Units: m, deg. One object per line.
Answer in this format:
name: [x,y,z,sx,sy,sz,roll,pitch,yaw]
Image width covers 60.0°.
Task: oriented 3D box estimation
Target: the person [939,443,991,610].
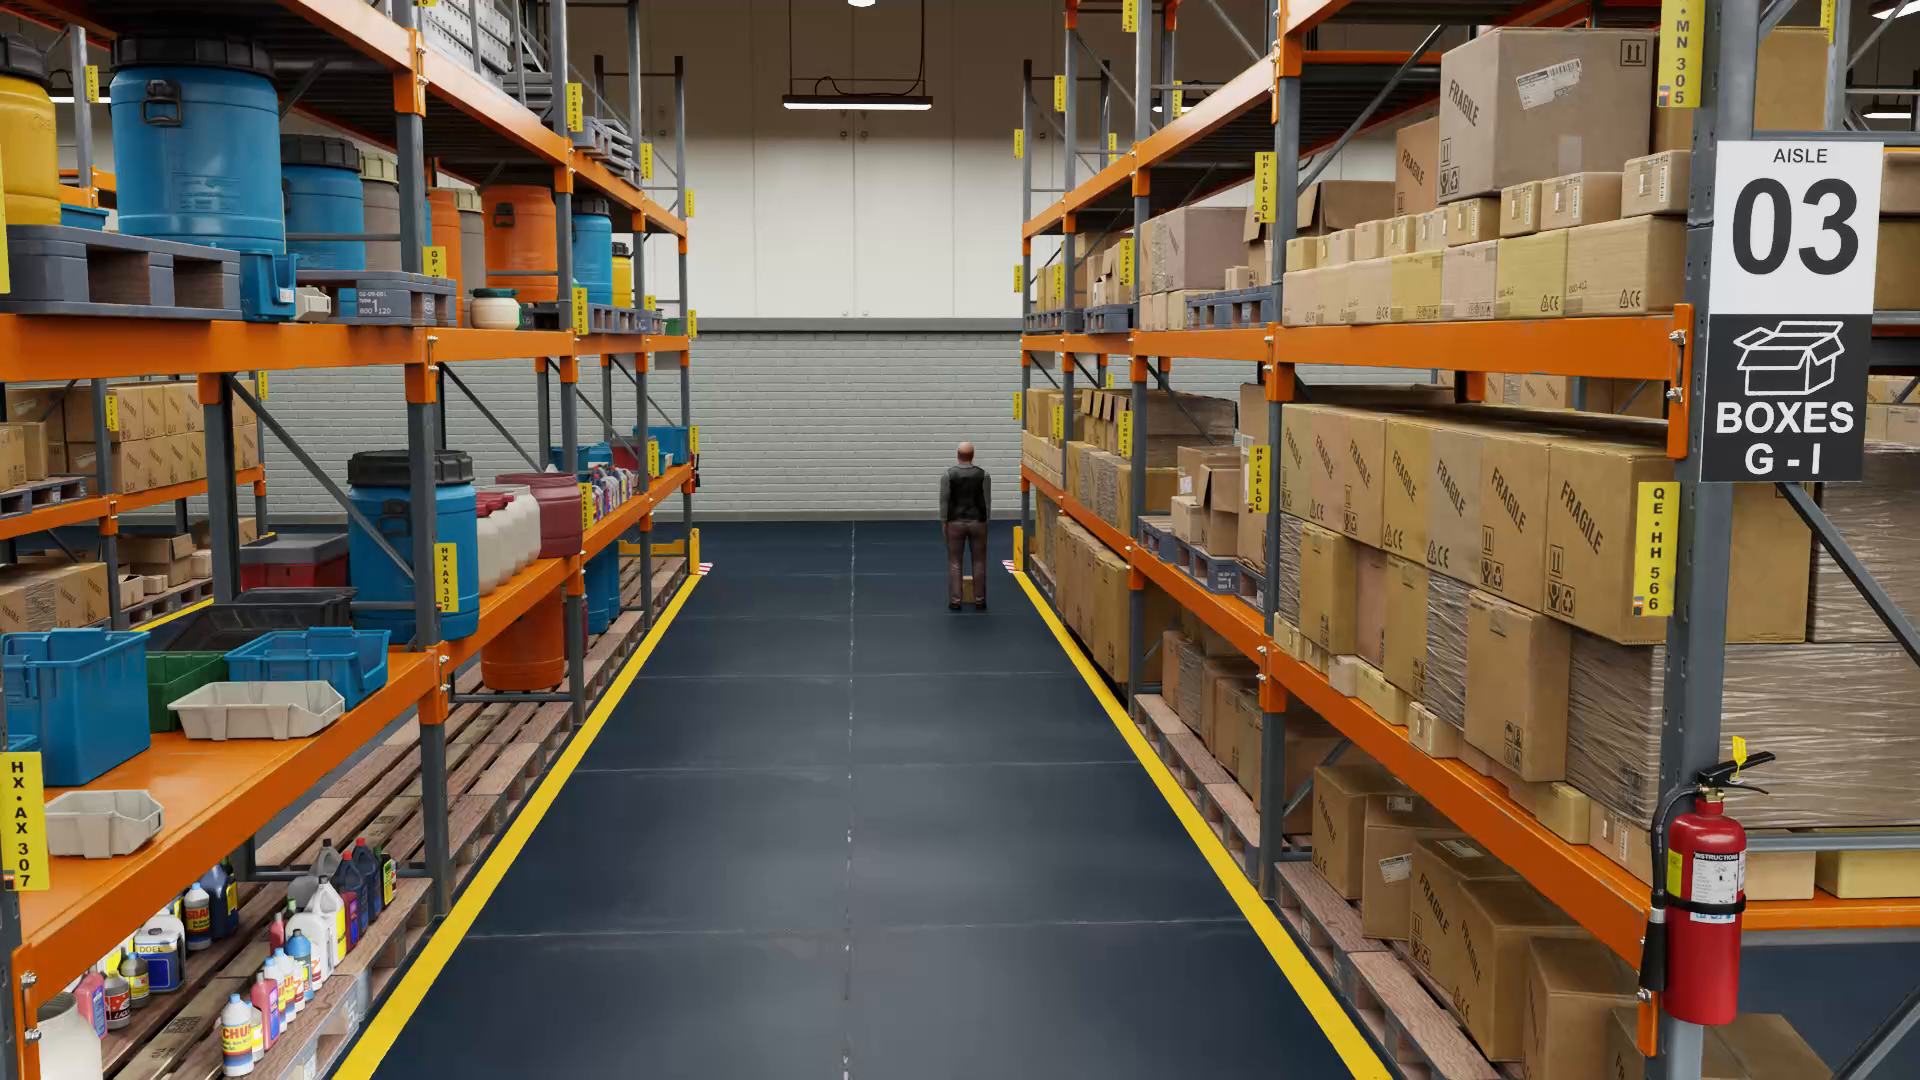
person: [0.052,-0.145,17.109,0.533,1.717,0.347,0,7,-3]
